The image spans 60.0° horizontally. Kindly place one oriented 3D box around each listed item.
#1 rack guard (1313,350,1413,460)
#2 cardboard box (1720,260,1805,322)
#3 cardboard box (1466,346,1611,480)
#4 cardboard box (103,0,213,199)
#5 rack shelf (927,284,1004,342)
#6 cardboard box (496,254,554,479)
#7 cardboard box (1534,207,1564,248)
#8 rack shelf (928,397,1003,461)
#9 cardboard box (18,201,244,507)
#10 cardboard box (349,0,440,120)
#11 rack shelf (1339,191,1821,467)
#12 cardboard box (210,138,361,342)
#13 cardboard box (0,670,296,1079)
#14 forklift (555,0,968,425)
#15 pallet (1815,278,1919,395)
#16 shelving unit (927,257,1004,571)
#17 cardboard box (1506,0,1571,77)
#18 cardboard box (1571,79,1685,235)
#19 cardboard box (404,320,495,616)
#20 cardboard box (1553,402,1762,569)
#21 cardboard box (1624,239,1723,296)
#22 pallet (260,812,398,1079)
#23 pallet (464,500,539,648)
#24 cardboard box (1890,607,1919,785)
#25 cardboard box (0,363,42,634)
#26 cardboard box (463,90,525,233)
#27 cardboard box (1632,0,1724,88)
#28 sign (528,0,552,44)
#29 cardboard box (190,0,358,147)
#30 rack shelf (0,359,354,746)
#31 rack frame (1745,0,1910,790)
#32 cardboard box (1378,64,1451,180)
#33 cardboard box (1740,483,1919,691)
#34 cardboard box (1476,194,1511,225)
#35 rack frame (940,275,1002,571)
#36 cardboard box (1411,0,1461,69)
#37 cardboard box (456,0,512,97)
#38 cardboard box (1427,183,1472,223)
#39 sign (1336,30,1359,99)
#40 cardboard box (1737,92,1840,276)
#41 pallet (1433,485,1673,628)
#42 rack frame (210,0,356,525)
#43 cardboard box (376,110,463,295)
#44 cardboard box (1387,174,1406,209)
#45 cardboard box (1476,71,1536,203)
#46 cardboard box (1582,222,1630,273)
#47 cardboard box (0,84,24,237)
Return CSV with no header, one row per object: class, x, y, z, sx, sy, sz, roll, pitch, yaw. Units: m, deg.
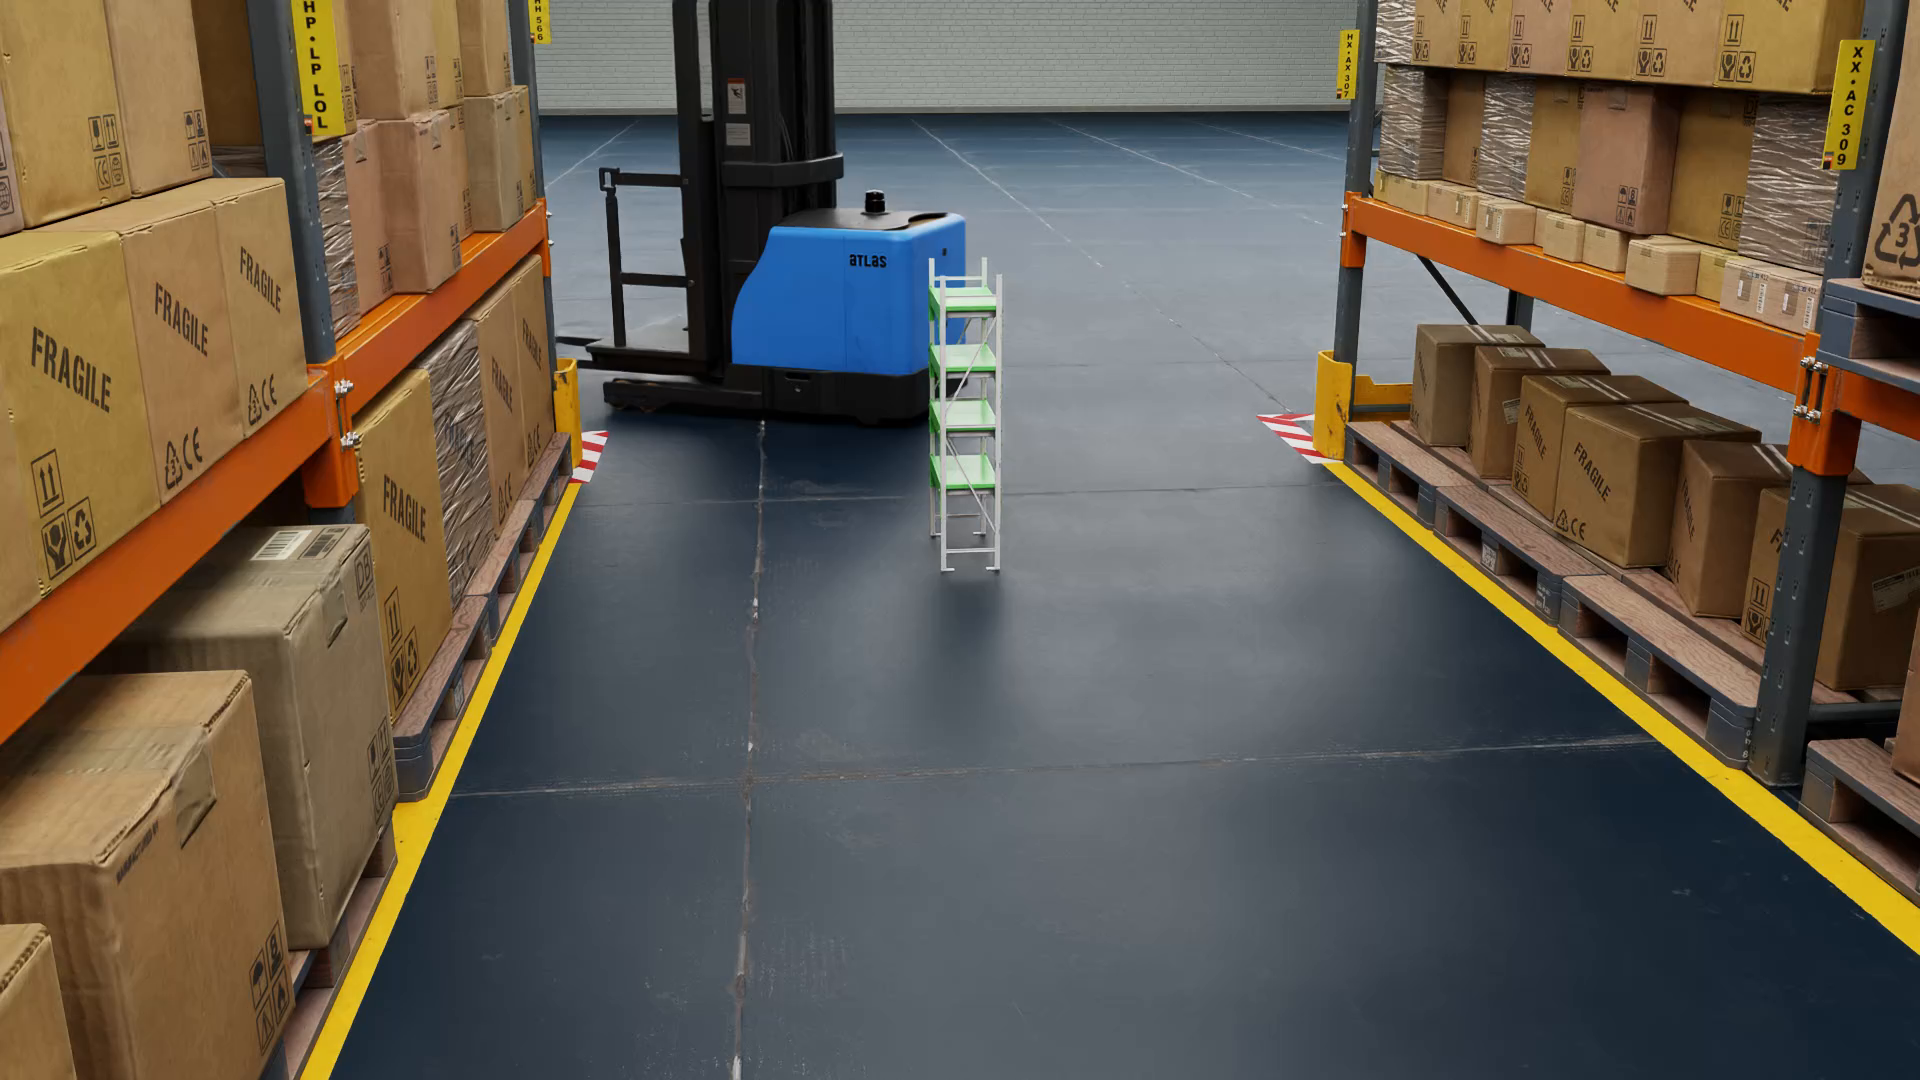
rack guard,2.445,-0.712,8.610,1.175,0.500,0.348,-2,18,-6
cardboard box,2.519,-0.745,4.962,0.380,0.149,0.250,-2,18,-6
cardboard box,2.581,-0.571,7.461,0.500,0.500,0.500,3,18,9
cardboard box,-2.037,-0.989,3.484,0.700,0.500,0.500,-2,18,-7
rack shelf,0.017,-0.920,6.716,0.258,0.148,0.480,-2,18,-6
cardboard box,-2.371,-0.791,7.534,0.875,0.875,0.875,-2,18,-5
cardboard box,2.446,-1.195,6.394,0.380,0.149,0.250,-2,18,-6
rack shelf,0.017,-0.462,6.859,0.258,0.148,0.480,-2,18,-6
cardboard box,-1.722,-0.362,3.156,0.500,0.500,0.500,-2,18,-6
cardboard box,-2.189,-1.635,5.325,0.875,0.550,0.550,-2,18,-6
rack shelf,2.644,-0.988,6.517,1.077,0.370,4.000,-2,18,-6
cardboard box,-2.144,-0.793,4.446,0.875,0.550,0.550,-2,18,-6
cardboard box,-1.845,0.730,2.897,1.050,0.750,0.750,-2,18,-6
forklift,-1.525,-2.276,9.533,3.031,2.935,1.130,6,18,19
pallet,2.784,-0.412,3.801,1.003,0.211,1.213,-2,18,-6
shelving unit,0.017,-0.523,6.840,0.258,1.200,0.503,-2,18,-6
cardboard box,2.378,-1.975,6.126,0.500,0.500,0.500,-2,18,-6
cardboard box,2.697,-1.357,5.828,0.875,0.500,0.500,-2,18,-6
cardboard box,-2.186,-0.257,5.833,0.875,0.875,0.875,-2,18,-5
cardboard box,2.640,-0.216,6.331,0.500,0.500,0.500,-3,18,-11
cardboard box,2.417,-0.893,5.432,0.380,0.149,0.250,-2,18,-6
pallet,-1.939,0.946,3.812,1.003,0.211,1.213,-2,18,-6
pallet,-2.223,0.125,6.427,1.003,0.211,1.213,-2,18,-6
cardboard box,2.892,0.431,4.235,0.700,0.500,0.500,-3,18,-10
cardboard box,-1.615,-0.060,2.195,0.500,0.500,0.500,-2,18,-6
cardboard box,-2.345,-1.603,7.025,0.875,0.550,0.550,-2,18,-6
cardboard box,2.477,-1.676,5.177,0.500,0.500,0.500,-2,18,-6
sign,-1.965,-2.482,7.747,0.100,0.325,0.005,-2,18,-6
cardboard box,-2.098,-1.310,4.289,0.875,0.550,0.550,-2,18,-6
rack shelf,-1.887,0.327,2.329,1.077,0.370,4.000,-2,18,-6
rack frame,2.850,-0.735,4.511,1.000,3.000,0.127,-2,18,-6
cardboard box,2.467,-1.952,7.723,0.875,0.500,0.500,-2,18,-6
cardboard box,2.849,0.137,5.207,0.500,0.500,0.500,-2,18,-7
cardboard box,2.365,-1.343,6.866,0.380,0.149,0.250,-2,18,-6
rack frame,0.042,-0.450,6.609,0.240,1.200,0.015,-2,18,-6
cardboard box,2.268,-2.272,7.074,0.500,0.500,0.500,-2,18,-6
cardboard box,-2.358,-2.118,6.862,0.875,0.550,0.550,-2,18,-6
cardboard box,2.294,-1.491,7.338,0.380,0.149,0.250,-2,18,-6
sign,1.898,-2.323,8.124,0.100,0.325,0.005,-2,18,-6
cardboard box,2.865,-1.061,4.885,0.875,0.500,0.500,-2,18,-6
pallet,2.617,0.032,6.723,1.003,0.211,1.213,-2,18,-6
rack frame,-2.094,-0.612,4.119,1.000,3.000,0.127,-2,18,-6
cardboard box,-2.162,-1.121,5.490,0.875,0.550,0.550,-2,18,-6
cardboard box,2.237,-1.640,7.812,0.380,0.149,0.250,-2,18,-6
cardboard box,2.647,-1.656,6.782,0.875,0.500,0.500,-2,18,-6
cardboard box,2.456,-1.044,5.915,0.380,0.149,0.250,-2,18,-6
cardboard box,-1.930,-0.685,2.516,0.700,0.500,0.500,-2,18,-5
